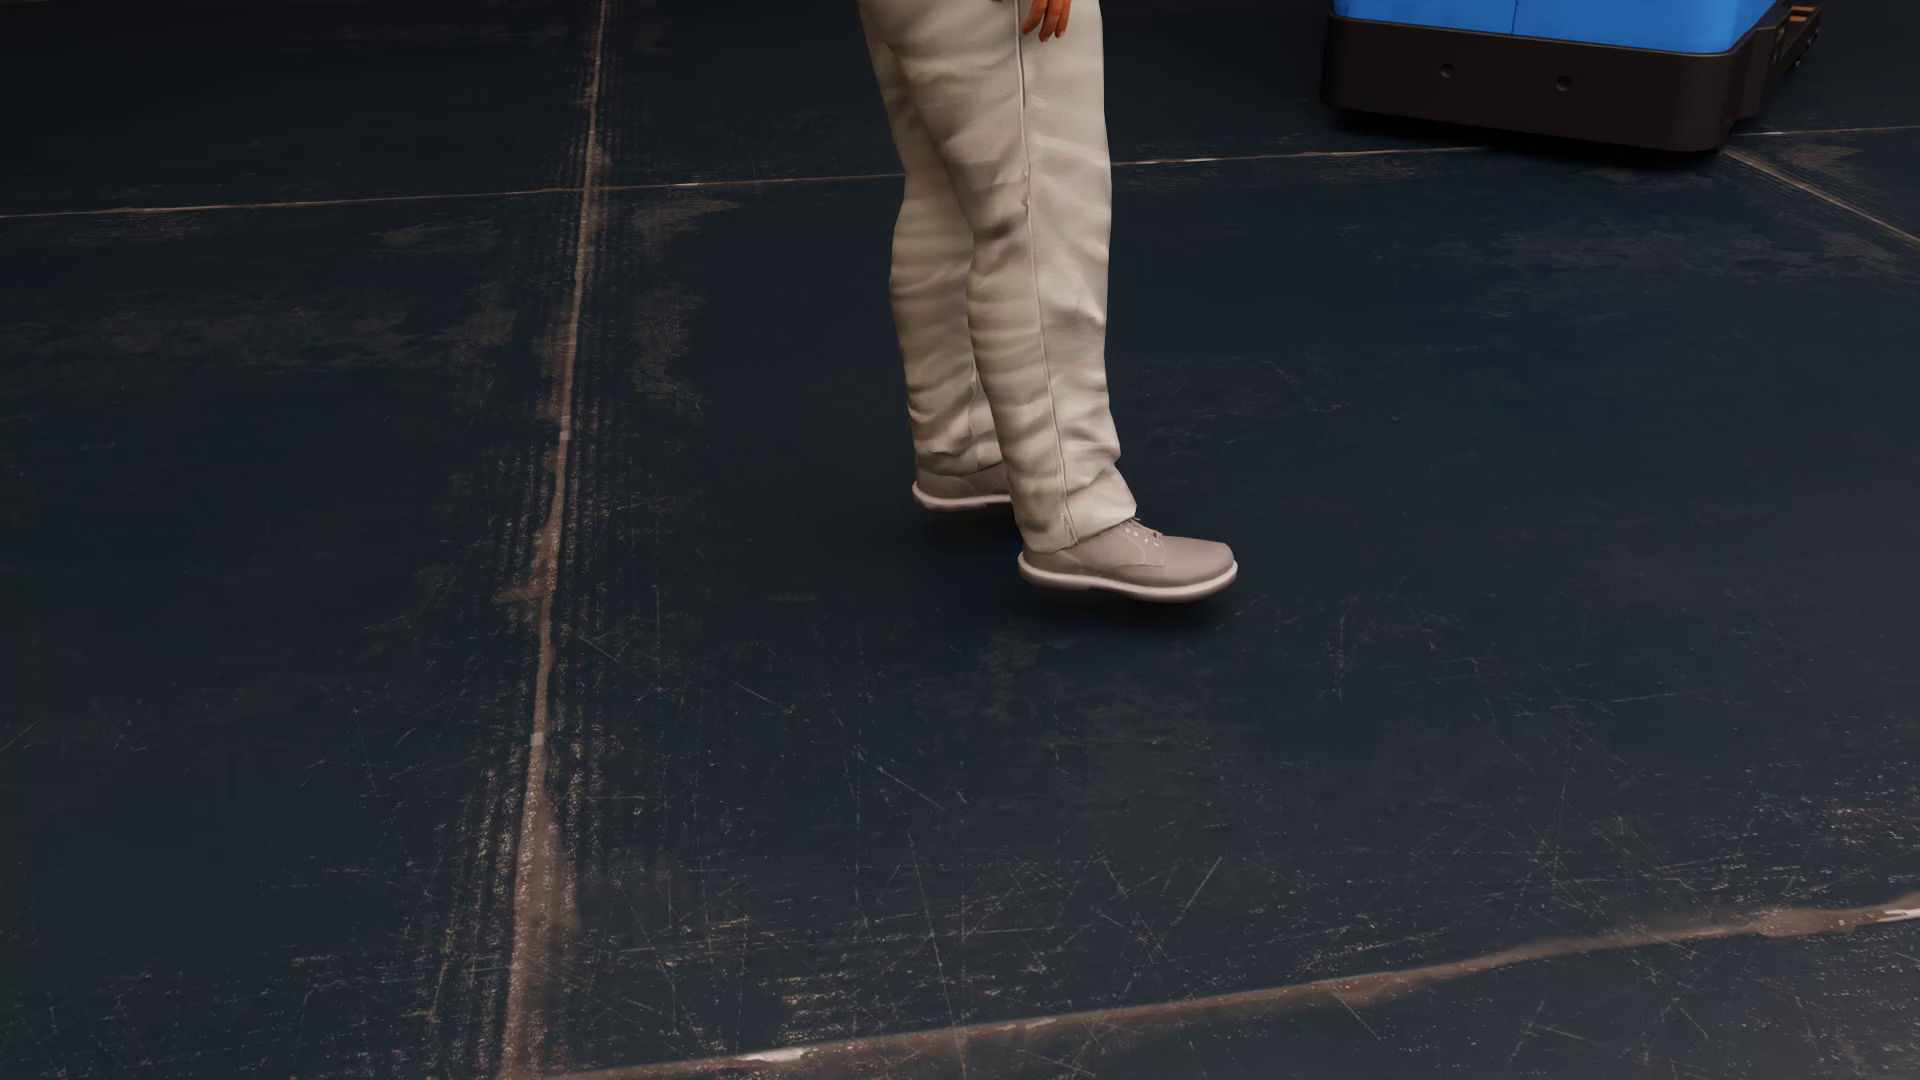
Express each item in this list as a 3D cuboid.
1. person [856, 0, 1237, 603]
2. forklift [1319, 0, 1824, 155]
[{"bbox_3d":[0.079,-0.774,2.079,0.529,1.670,0.597,-5,28,-9],"label":"person"},{"bbox_3d":[2.206,-2.922,4.880,1.130,2.935,3.031,16,32,27],"label":"forklift"}]
